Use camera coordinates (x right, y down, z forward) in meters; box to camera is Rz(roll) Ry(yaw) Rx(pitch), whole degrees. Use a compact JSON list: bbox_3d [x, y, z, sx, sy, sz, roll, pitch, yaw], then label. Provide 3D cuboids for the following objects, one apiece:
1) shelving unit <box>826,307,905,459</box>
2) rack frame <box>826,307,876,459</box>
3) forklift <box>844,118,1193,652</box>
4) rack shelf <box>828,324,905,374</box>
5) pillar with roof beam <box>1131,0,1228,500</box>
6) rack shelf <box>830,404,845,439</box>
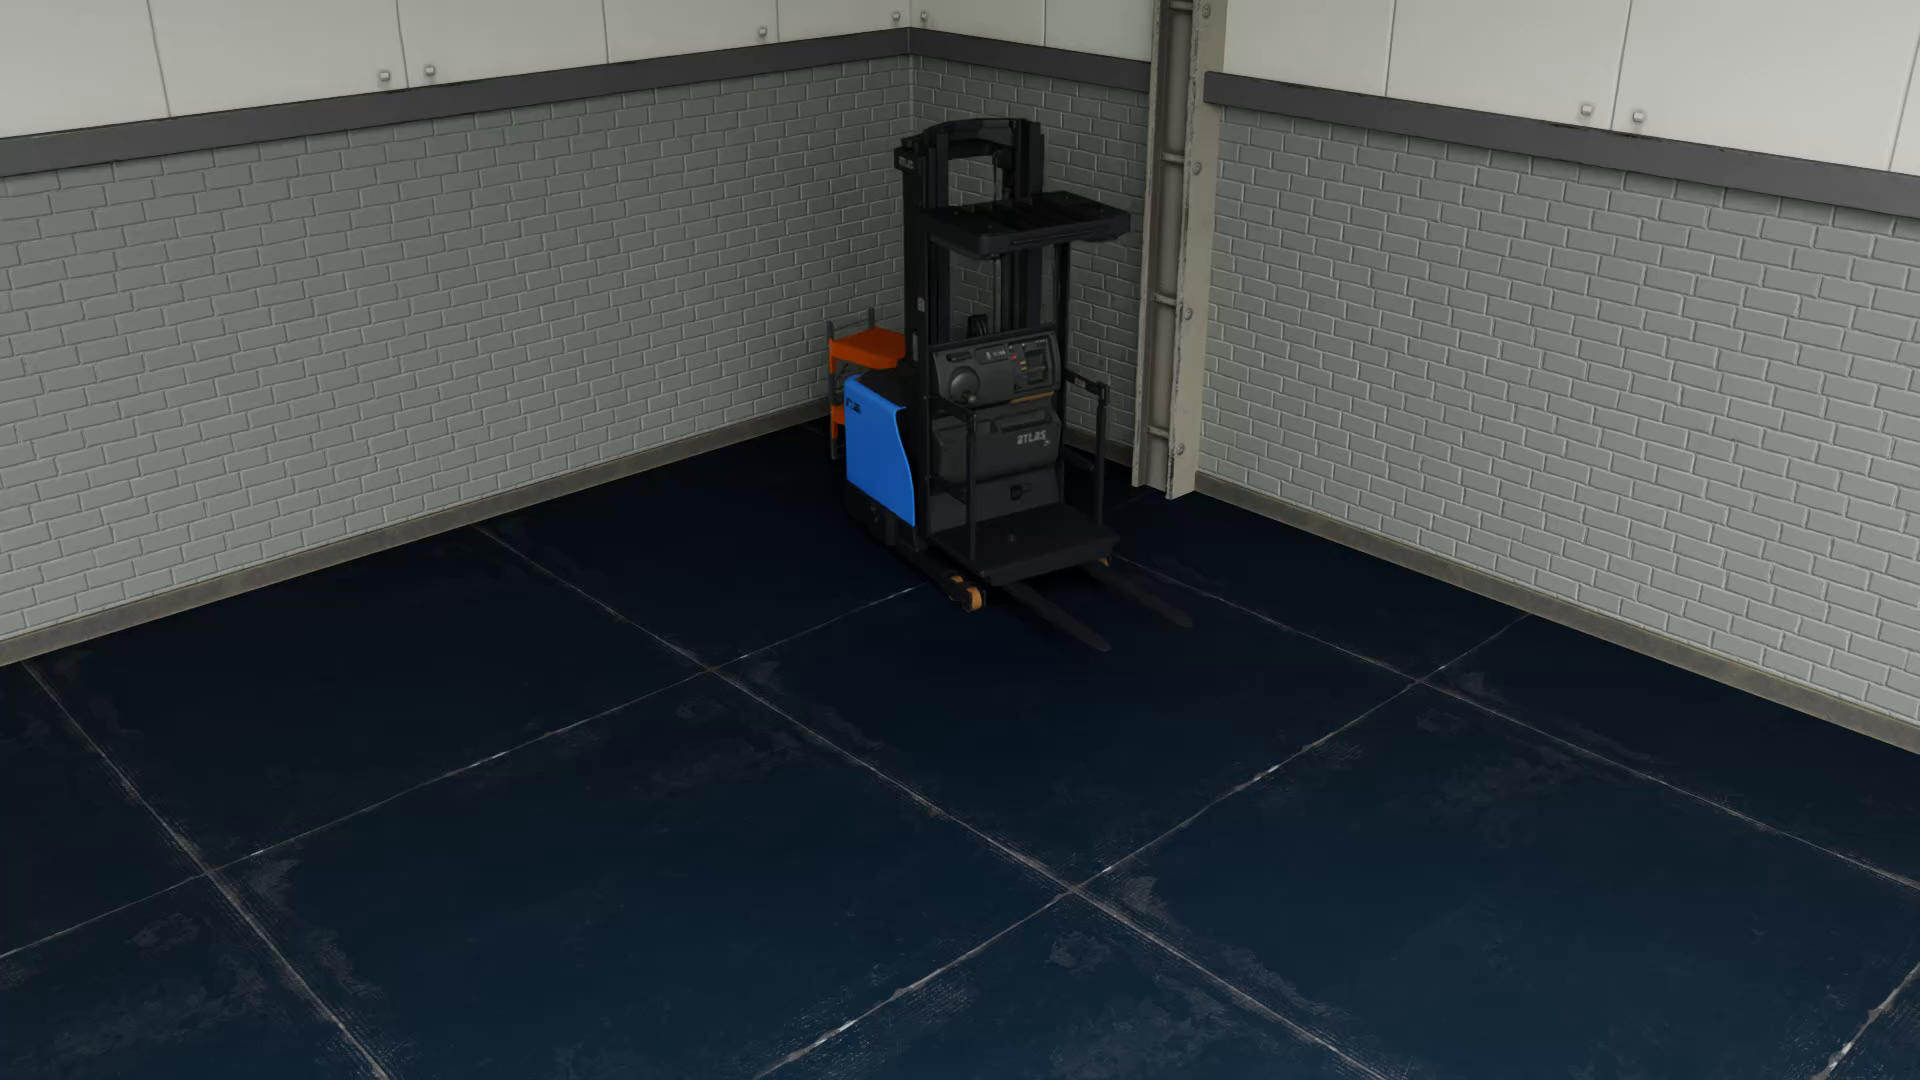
[{"bbox_3d":[-0.462,-1.091,12.787,1.048,1.125,0.538,20,31,37],"label":"shelving unit"},{"bbox_3d":[-0.844,-1.231,13.092,0.032,1.125,0.500,20,31,37],"label":"rack frame"},{"bbox_3d":[0.355,-1.087,10.602,1.130,2.935,3.031,-14,28,-28],"label":"forklift"},{"bbox_3d":[-0.462,-1.358,12.666,1.000,0.278,0.538,20,31,37],"label":"rack shelf"},{"bbox_3d":[-1.595,-3.275,8.087,9.100,9.000,0.400,-21,32,-38],"label":"pillar with roof beam"},{"bbox_3d":[-0.462,-0.869,12.889,1.000,0.278,0.538,20,31,37],"label":"rack shelf"}]
